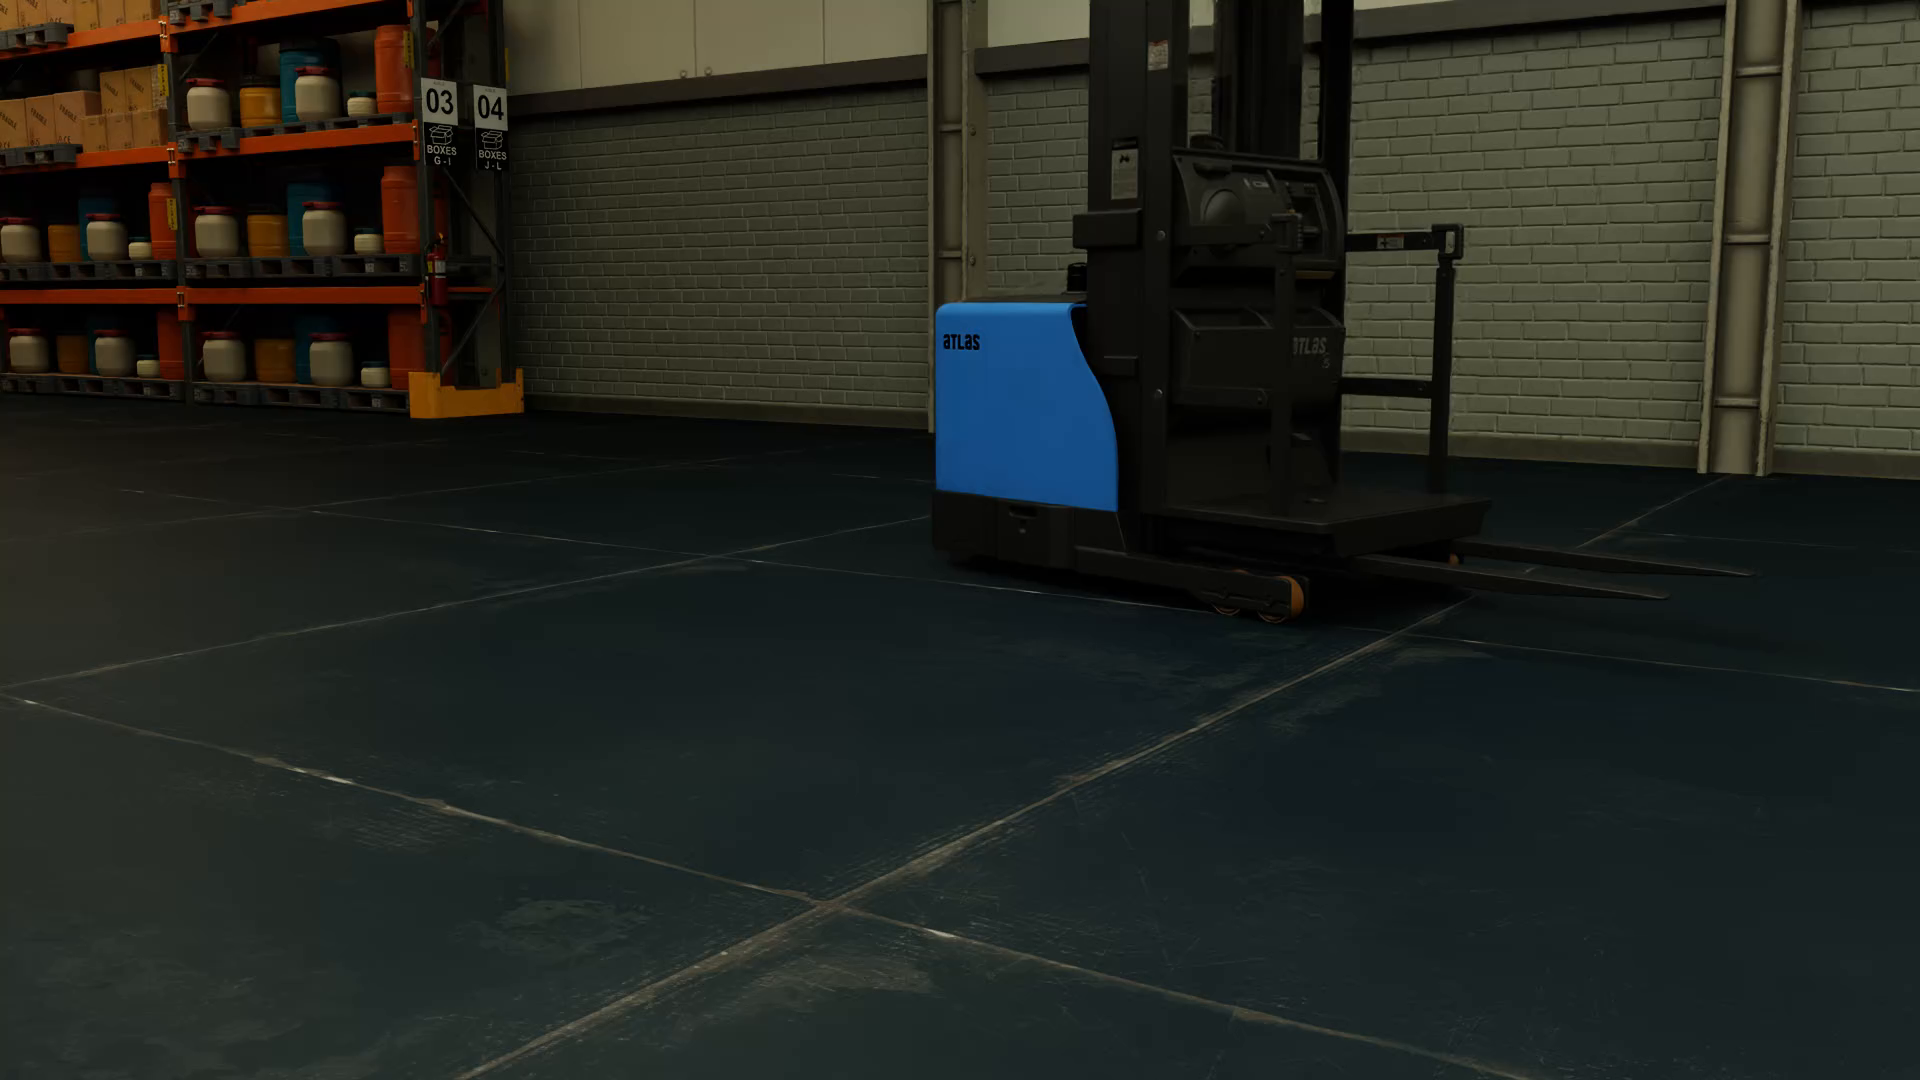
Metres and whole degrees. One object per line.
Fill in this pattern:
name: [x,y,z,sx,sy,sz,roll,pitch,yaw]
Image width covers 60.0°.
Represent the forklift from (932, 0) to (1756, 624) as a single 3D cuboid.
forklift: [1.255,-1.249,5.974,1.130,2.935,3.031,-7,11,-42]
